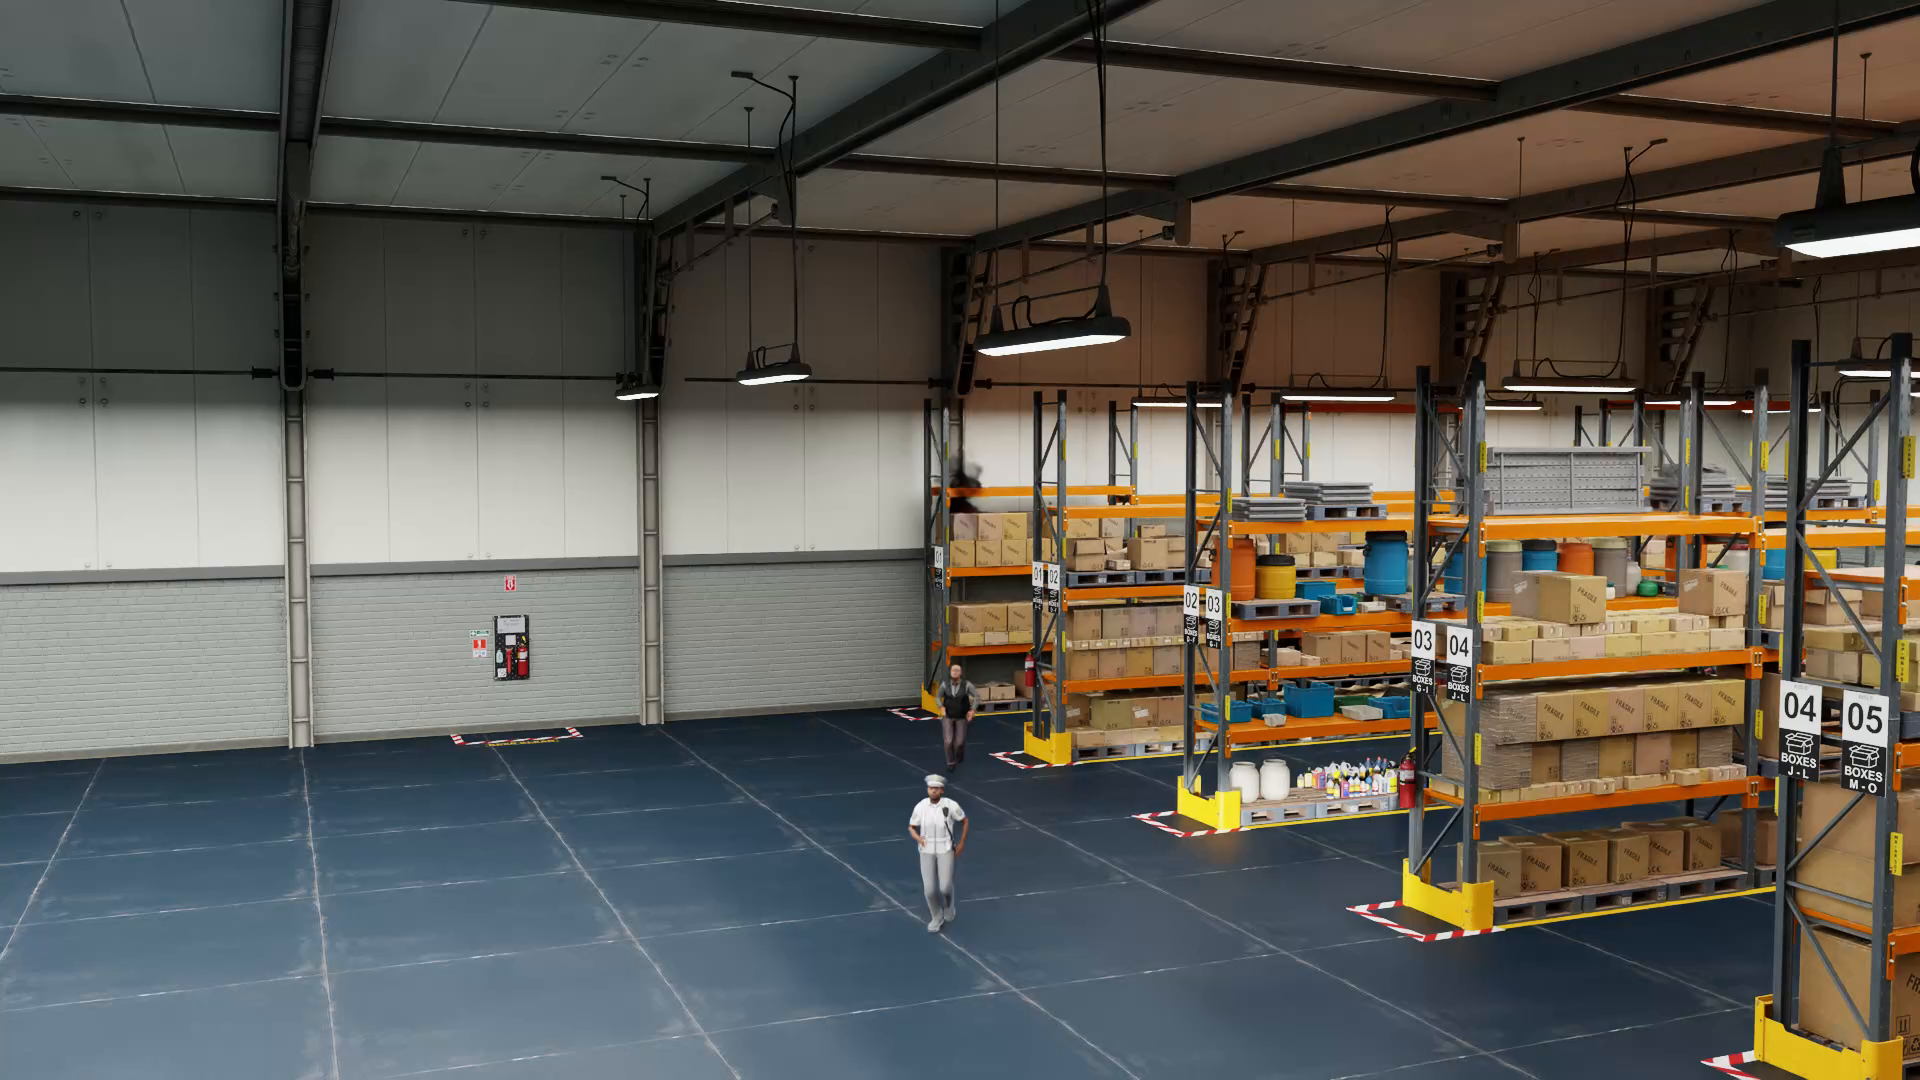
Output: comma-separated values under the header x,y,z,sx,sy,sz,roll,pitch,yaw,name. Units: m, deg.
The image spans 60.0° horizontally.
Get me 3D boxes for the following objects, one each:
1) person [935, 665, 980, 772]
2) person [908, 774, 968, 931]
x,y,z,sx,sy,sz,roll,pitch,yaw,name
-0.051,2.797,26.133,0.705,1.681,0.619,0,3,6,person
-0.245,3.298,17.506,0.624,1.671,0.537,0,3,7,person
